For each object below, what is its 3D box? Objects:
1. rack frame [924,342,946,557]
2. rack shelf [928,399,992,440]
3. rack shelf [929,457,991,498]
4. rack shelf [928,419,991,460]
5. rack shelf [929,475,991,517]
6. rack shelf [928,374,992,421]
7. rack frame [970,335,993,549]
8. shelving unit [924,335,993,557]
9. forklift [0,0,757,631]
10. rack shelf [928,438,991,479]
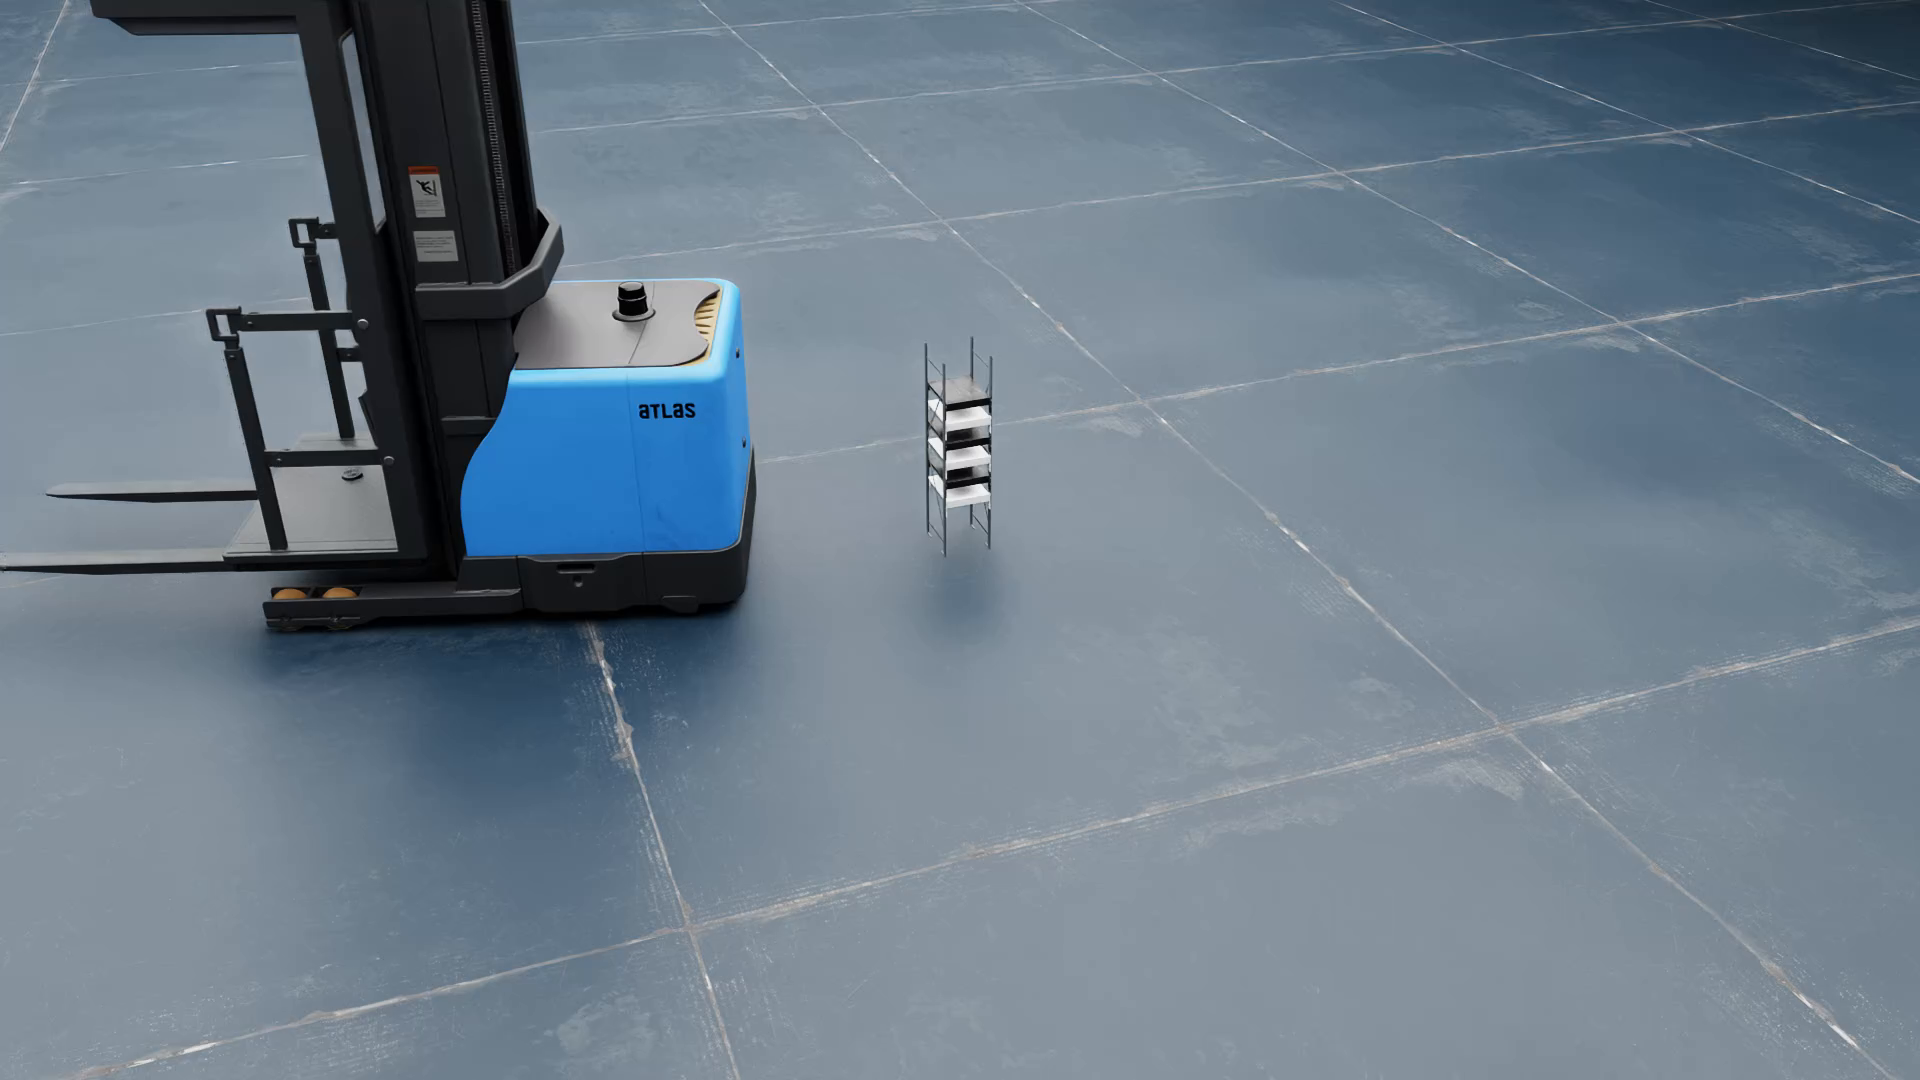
[{"bbox_3d":[-0.103,-0.372,6.994,0.006,0.900,0.240,-10,31,-18],"label":"rack frame"},{"bbox_3d":[-0.008,-0.517,6.952,0.200,0.077,0.258,-10,31,-18],"label":"rack shelf"},{"bbox_3d":[-0.008,-0.282,7.086,0.200,0.077,0.258,-10,31,-18],"label":"rack shelf"},{"bbox_3d":[-0.008,-0.439,6.997,0.200,0.077,0.258,-10,31,-18],"label":"rack shelf"},{"bbox_3d":[-0.008,-0.204,7.130,0.200,0.077,0.258,-10,31,-18],"label":"rack shelf"},{"bbox_3d":[-0.008,-0.595,6.908,0.200,0.077,0.258,-10,31,-18],"label":"rack shelf"},{"bbox_3d":[0.088,-0.407,7.056,0.006,0.900,0.240,-10,31,-18],"label":"rack frame"},{"bbox_3d":[-0.008,-0.390,7.025,0.210,0.900,0.258,-10,31,-18],"label":"shelving unit"},{"bbox_3d":[-2.407,-1.180,6.360,3.031,2.935,1.130,-1,30,-3],"label":"forklift"},{"bbox_3d":[-0.008,-0.361,7.041,0.200,0.077,0.258,-10,31,-18],"label":"rack shelf"}]
